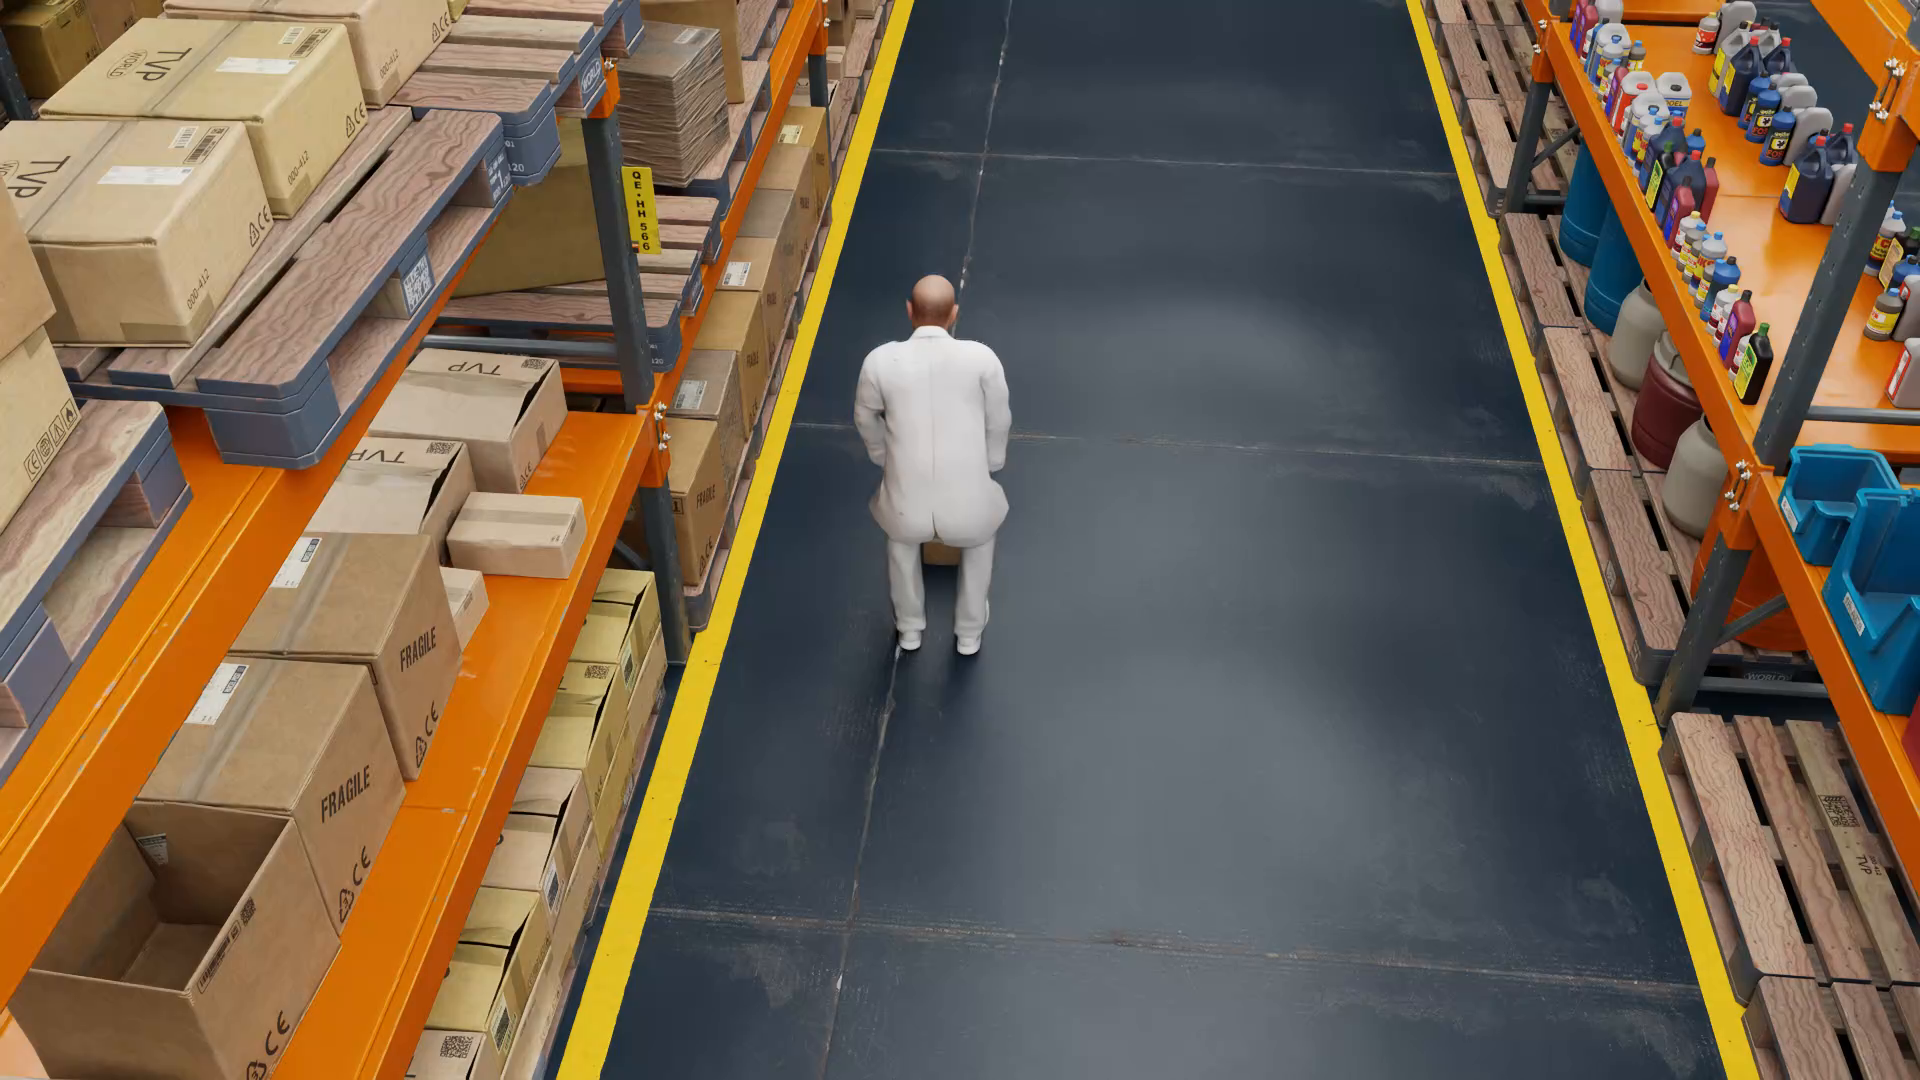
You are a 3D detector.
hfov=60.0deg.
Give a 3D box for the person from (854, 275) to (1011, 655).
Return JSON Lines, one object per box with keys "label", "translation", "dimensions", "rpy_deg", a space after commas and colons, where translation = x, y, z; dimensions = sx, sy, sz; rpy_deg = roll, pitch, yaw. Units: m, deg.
{"label": "person", "translation": [-0.112, -0.255, 6.636], "dimensions": [0.623, 1.582, 0.588], "rpy_deg": [4, 40, 4]}
